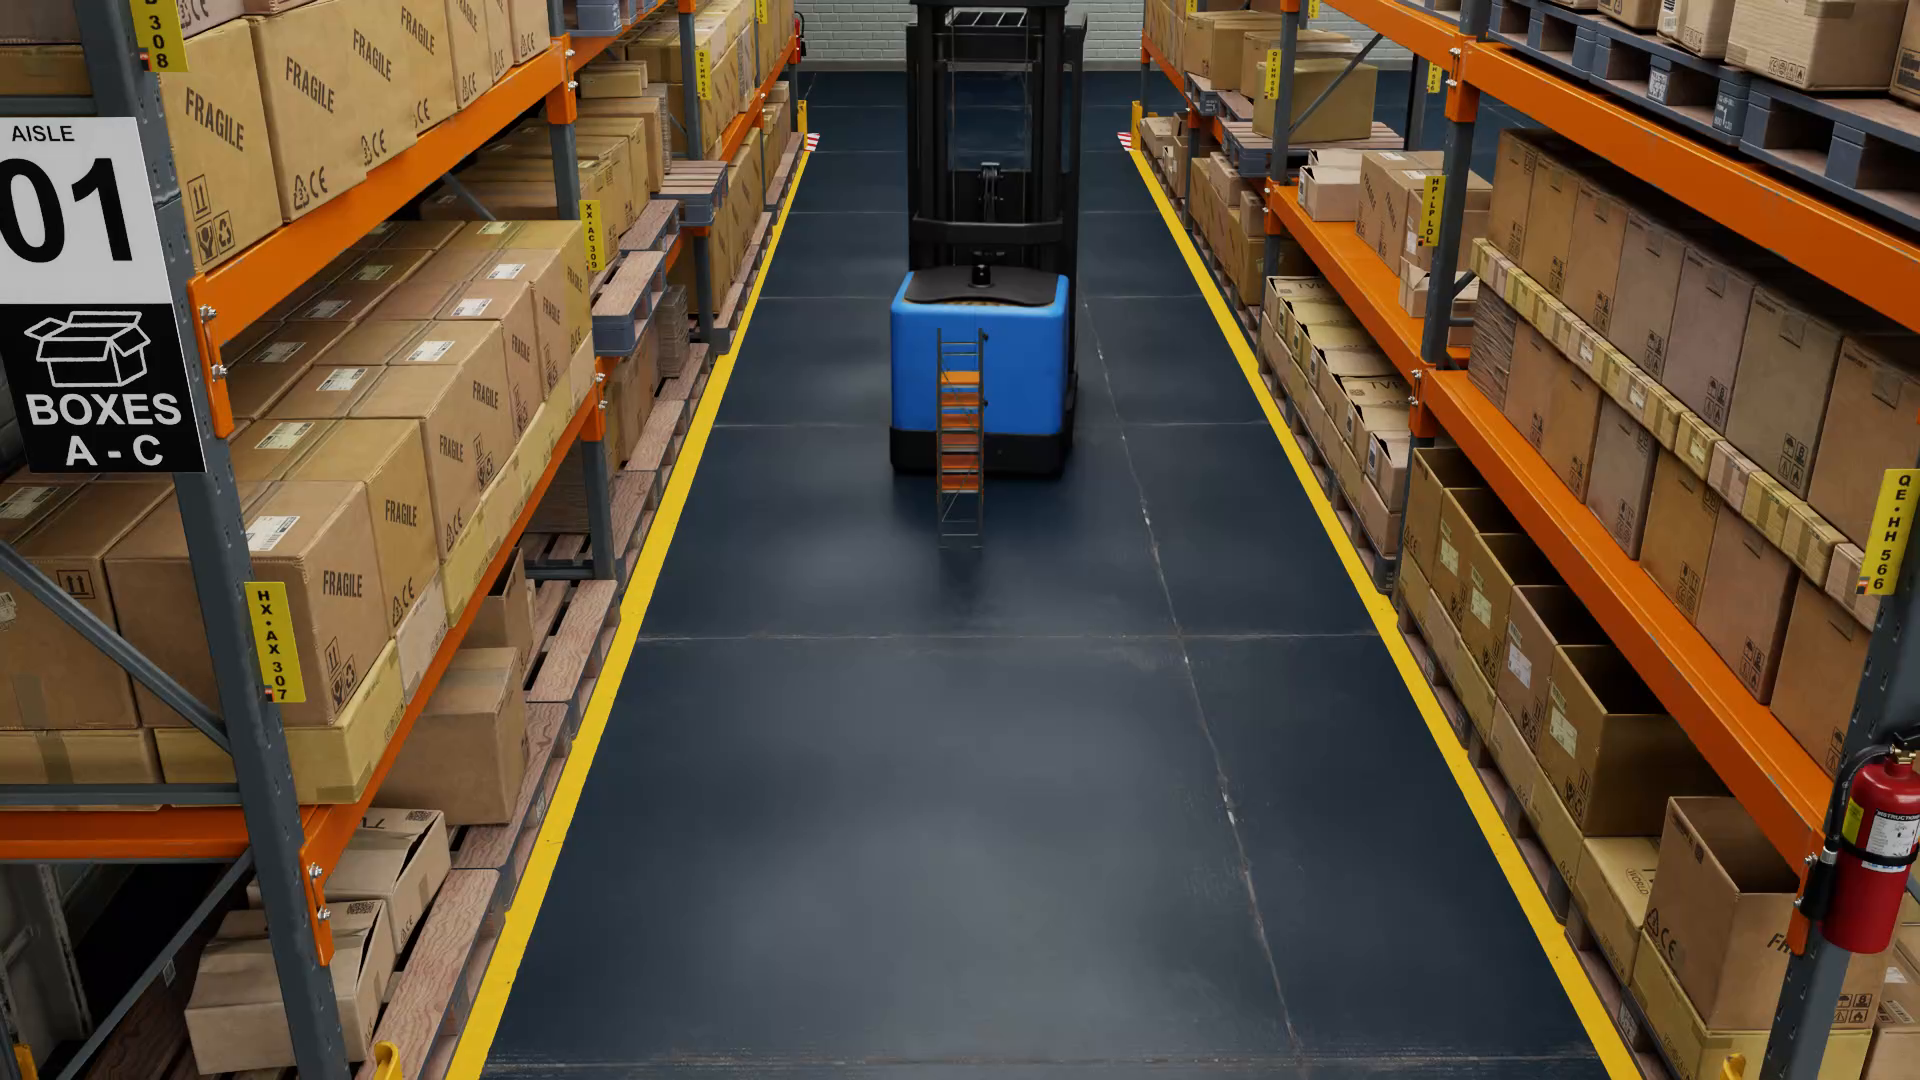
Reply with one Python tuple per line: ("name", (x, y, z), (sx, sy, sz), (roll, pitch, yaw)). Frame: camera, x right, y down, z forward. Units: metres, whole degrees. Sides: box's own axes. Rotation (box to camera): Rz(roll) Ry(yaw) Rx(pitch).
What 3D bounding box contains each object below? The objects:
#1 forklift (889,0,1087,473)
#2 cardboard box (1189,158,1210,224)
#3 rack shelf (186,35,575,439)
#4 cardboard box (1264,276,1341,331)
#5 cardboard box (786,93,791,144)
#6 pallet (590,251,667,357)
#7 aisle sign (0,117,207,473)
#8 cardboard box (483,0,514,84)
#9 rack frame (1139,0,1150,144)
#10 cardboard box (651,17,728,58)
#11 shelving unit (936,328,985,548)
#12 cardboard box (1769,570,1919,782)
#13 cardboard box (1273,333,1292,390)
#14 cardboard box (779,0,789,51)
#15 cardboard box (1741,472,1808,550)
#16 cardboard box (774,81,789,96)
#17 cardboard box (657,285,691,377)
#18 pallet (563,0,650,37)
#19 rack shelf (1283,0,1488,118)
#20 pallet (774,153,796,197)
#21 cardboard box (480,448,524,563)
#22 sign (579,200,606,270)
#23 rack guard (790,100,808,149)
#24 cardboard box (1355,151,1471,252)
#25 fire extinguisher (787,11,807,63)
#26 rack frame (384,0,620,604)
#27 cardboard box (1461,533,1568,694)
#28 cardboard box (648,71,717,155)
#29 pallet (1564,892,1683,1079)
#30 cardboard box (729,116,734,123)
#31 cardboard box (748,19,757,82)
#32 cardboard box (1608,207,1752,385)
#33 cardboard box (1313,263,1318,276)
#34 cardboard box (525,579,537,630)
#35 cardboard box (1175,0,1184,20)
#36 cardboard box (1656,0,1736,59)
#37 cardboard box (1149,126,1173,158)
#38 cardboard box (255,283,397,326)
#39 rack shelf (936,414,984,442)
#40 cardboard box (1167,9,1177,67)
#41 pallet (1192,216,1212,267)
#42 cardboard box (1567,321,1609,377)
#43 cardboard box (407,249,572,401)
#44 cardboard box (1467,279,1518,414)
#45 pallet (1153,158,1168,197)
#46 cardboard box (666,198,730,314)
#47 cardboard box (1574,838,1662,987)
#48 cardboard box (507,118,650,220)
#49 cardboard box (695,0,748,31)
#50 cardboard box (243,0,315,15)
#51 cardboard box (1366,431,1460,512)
("forklift", (0.238, -2.310, 10.801), (1.130, 2.935, 3.031), (2, 24, 5))
("cardboard box", (2.388, -3.184, 15.149), (0.500, 0.500, 0.500), (-1, 24, -3))
("rack shelf", (-2.218, -1.217, 5.534), (1.077, 0.370, 4.000), (0, 24, -1))
("cardboard box", (2.382, -1.651, 11.408), (0.500, 0.311, 0.500), (1, 24, 1))
("cardboard box", (-2.263, -4.712, 18.551), (0.700, 0.500, 0.500), (0, 24, -1))
("pallet", (-2.103, -1.231, 8.564), (1.003, 0.211, 1.213), (0, 24, -1))
("aisle sign", (-1.895, -0.510, 3.584), (0.394, 0.787, 0.004), (0, 24, -1))
("cardboard box", (-1.994, -2.008, 6.265), (0.500, 0.500, 0.500), (-2, 24, -5))
("rack frame", (2.583, -5.971, 18.812), (1.000, 3.000, 0.127), (0, 24, -1))
("cardboard box", (-2.047, -3.798, 12.592), (0.500, 0.250, 0.500), (0, 24, 0))
("shelving unit", (0.000, -0.541, 8.990), (0.258, 1.200, 0.189), (0, 24, -1))
("cardboard box", (2.765, 0.384, 4.639), (0.700, 0.500, 0.500), (0, 24, -1))
("cardboard box", (2.388, -1.189, 11.065), (0.500, 0.250, 0.500), (-1, 24, -2))
("cardboard box", (-2.336, -5.574, 17.570), (0.980, 0.700, 0.700), (0, 24, -1))
("cardboard box", (2.555, -0.089, 4.898), (0.380, 0.149, 0.250), (-1, 24, -1))
("cardboard box", (-2.080, -4.955, 18.302), (0.380, 0.149, 0.250), (-1, 24, -1))
("cardboard box", (-2.223, -1.416, 11.240), (0.700, 0.500, 0.500), (0, 24, 0))
("pallet", (-2.140, -2.538, 7.810), (1.213, 0.211, 1.003), (0, 24, -1))
("rack shelf", (2.692, -2.889, 9.231), (1.077, 0.370, 4.000), (0, 24, -1))
("pallet", (-2.273, -3.846, 17.498), (1.003, 0.211, 1.213), (0, 24, -1))
("cardboard box", (-1.907, -0.130, 6.054), (0.500, 0.250, 0.500), (0, 24, 0))
("sign", (-1.697, -1.402, 7.660), (0.100, 0.325, 0.005), (0, 24, -1))
("rack guard", (-2.371, -4.818, 19.296), (1.175, 0.500, 0.348), (0, 24, -1))
("cardboard box", (2.704, -2.029, 9.974), (0.500, 0.500, 0.500), (-2, 24, -3))
("fire extinguisher", (-1.911, -5.806, 18.994), (0.296, 0.674, 0.183), (0, 24, -1))
("rack frame", (-2.240, -1.002, 7.826), (1.000, 3.000, 0.127), (0, 24, -1))
("cardboard box", (2.417, 0.298, 6.868), (0.500, 0.500, 0.500), (0, 24, -1))
("cardboard box", (-2.033, -3.042, 11.830), (0.500, 0.500, 0.500), (0, 24, 1))
("pallet", (2.707, 1.578, 5.506), (1.003, 0.211, 1.213), (0, 24, -1))
("cardboard box", (-2.070, -3.532, 13.700), (0.380, 0.149, 0.250), (-1, 24, -2))
("cardboard box", (-2.070, -4.300, 14.611), (0.500, 0.500, 0.500), (-1, 24, -1))
("cardboard box", (2.741, -0.860, 5.815), (0.700, 0.500, 0.500), (0, 24, -1))
("cardboard box", (2.939, -2.141, 12.842), (0.500, 0.500, 0.500), (-1, 24, -2))
("cardboard box", (-2.204, 0.308, 7.832), (0.380, 0.166, 0.250), (-3, 25, -7))
("cardboard box", (2.354, -5.242, 15.866), (0.500, 0.500, 0.500), (-1, 24, -2))
("cardboard box", (2.475, -1.662, 5.073), (0.500, 0.311, 0.500), (3, 24, 6))
("cardboard box", (2.316, -4.281, 17.879), (0.500, 0.250, 0.500), (0, 24, -1))
("cardboard box", (-2.442, -0.672, 6.343), (0.500, 0.500, 0.500), (0, 24, 1))
("rack shelf", (0.000, -0.610, 8.958), (0.258, 0.103, 0.180), (0, 24, -1))
("cardboard box", (2.349, -4.997, 16.538), (0.500, 0.500, 0.500), (0, 24, 1))
("pallet", (2.673, -2.717, 15.002), (1.003, 0.211, 1.213), (0, 24, -1))
("cardboard box", (2.541, -0.725, 6.304), (0.380, 0.149, 0.250), (-1, 24, -2))
("cardboard box", (-1.914, -0.886, 6.816), (0.500, 0.500, 0.500), (0, 24, -1))
("cardboard box", (2.725, -0.889, 7.454), (0.700, 0.500, 0.500), (-1, 24, -2))
("pallet", (2.603, -3.839, 17.482), (1.003, 0.211, 1.213), (0, 24, -1))
("cardboard box", (-2.160, -2.166, 12.498), (0.750, 0.750, 0.750), (-1, 24, -1))
("cardboard box", (2.438, 1.258, 5.656), (0.500, 0.250, 0.500), (0, 24, -1))
("cardboard box", (-2.233, -2.190, 9.796), (0.700, 0.500, 0.500), (0, 24, -1))
("cardboard box", (-2.070, -4.429, 13.986), (0.500, 0.250, 0.500), (0, 24, 1))
("cardboard box", (-1.913, -1.598, 4.144), (0.500, 0.500, 0.500), (-1, 24, -1))
("cardboard box", (2.422, -0.386, 8.610), (0.500, 0.311, 0.500), (0, 24, -1))
